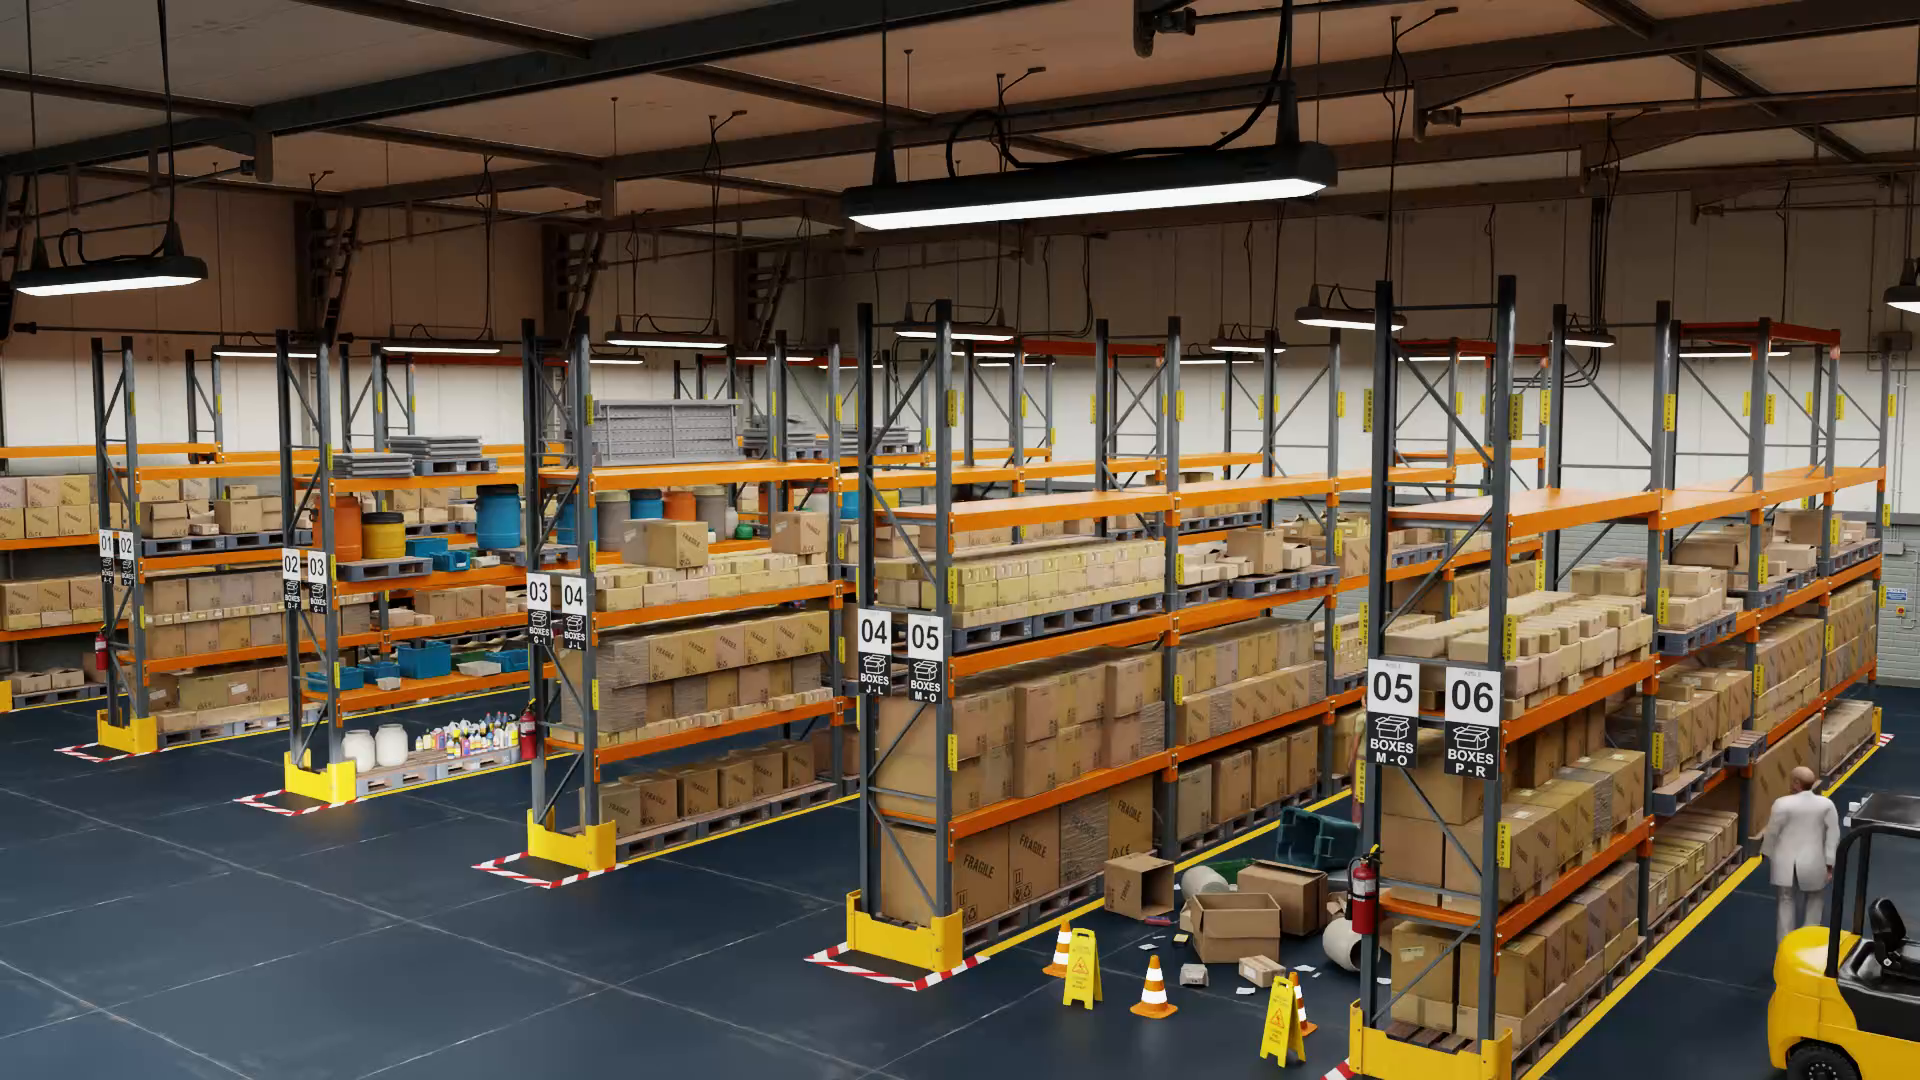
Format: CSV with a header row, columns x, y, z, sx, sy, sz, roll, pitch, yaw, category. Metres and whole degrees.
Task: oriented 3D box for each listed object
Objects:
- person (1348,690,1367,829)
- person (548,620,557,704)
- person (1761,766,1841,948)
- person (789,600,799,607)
x,y,z,sx,sy,sz,roll,pitch,yaw,category
4.877,2.600,20.008,0.465,1.661,0.558,0,5,-4,person
-6.905,1.899,27.786,0.569,1.807,0.562,-3,6,-28,person
7.646,2.964,15.160,0.647,1.828,0.651,3,6,34,person
-3.147,1.680,31.017,0.602,1.686,0.744,5,7,43,person
